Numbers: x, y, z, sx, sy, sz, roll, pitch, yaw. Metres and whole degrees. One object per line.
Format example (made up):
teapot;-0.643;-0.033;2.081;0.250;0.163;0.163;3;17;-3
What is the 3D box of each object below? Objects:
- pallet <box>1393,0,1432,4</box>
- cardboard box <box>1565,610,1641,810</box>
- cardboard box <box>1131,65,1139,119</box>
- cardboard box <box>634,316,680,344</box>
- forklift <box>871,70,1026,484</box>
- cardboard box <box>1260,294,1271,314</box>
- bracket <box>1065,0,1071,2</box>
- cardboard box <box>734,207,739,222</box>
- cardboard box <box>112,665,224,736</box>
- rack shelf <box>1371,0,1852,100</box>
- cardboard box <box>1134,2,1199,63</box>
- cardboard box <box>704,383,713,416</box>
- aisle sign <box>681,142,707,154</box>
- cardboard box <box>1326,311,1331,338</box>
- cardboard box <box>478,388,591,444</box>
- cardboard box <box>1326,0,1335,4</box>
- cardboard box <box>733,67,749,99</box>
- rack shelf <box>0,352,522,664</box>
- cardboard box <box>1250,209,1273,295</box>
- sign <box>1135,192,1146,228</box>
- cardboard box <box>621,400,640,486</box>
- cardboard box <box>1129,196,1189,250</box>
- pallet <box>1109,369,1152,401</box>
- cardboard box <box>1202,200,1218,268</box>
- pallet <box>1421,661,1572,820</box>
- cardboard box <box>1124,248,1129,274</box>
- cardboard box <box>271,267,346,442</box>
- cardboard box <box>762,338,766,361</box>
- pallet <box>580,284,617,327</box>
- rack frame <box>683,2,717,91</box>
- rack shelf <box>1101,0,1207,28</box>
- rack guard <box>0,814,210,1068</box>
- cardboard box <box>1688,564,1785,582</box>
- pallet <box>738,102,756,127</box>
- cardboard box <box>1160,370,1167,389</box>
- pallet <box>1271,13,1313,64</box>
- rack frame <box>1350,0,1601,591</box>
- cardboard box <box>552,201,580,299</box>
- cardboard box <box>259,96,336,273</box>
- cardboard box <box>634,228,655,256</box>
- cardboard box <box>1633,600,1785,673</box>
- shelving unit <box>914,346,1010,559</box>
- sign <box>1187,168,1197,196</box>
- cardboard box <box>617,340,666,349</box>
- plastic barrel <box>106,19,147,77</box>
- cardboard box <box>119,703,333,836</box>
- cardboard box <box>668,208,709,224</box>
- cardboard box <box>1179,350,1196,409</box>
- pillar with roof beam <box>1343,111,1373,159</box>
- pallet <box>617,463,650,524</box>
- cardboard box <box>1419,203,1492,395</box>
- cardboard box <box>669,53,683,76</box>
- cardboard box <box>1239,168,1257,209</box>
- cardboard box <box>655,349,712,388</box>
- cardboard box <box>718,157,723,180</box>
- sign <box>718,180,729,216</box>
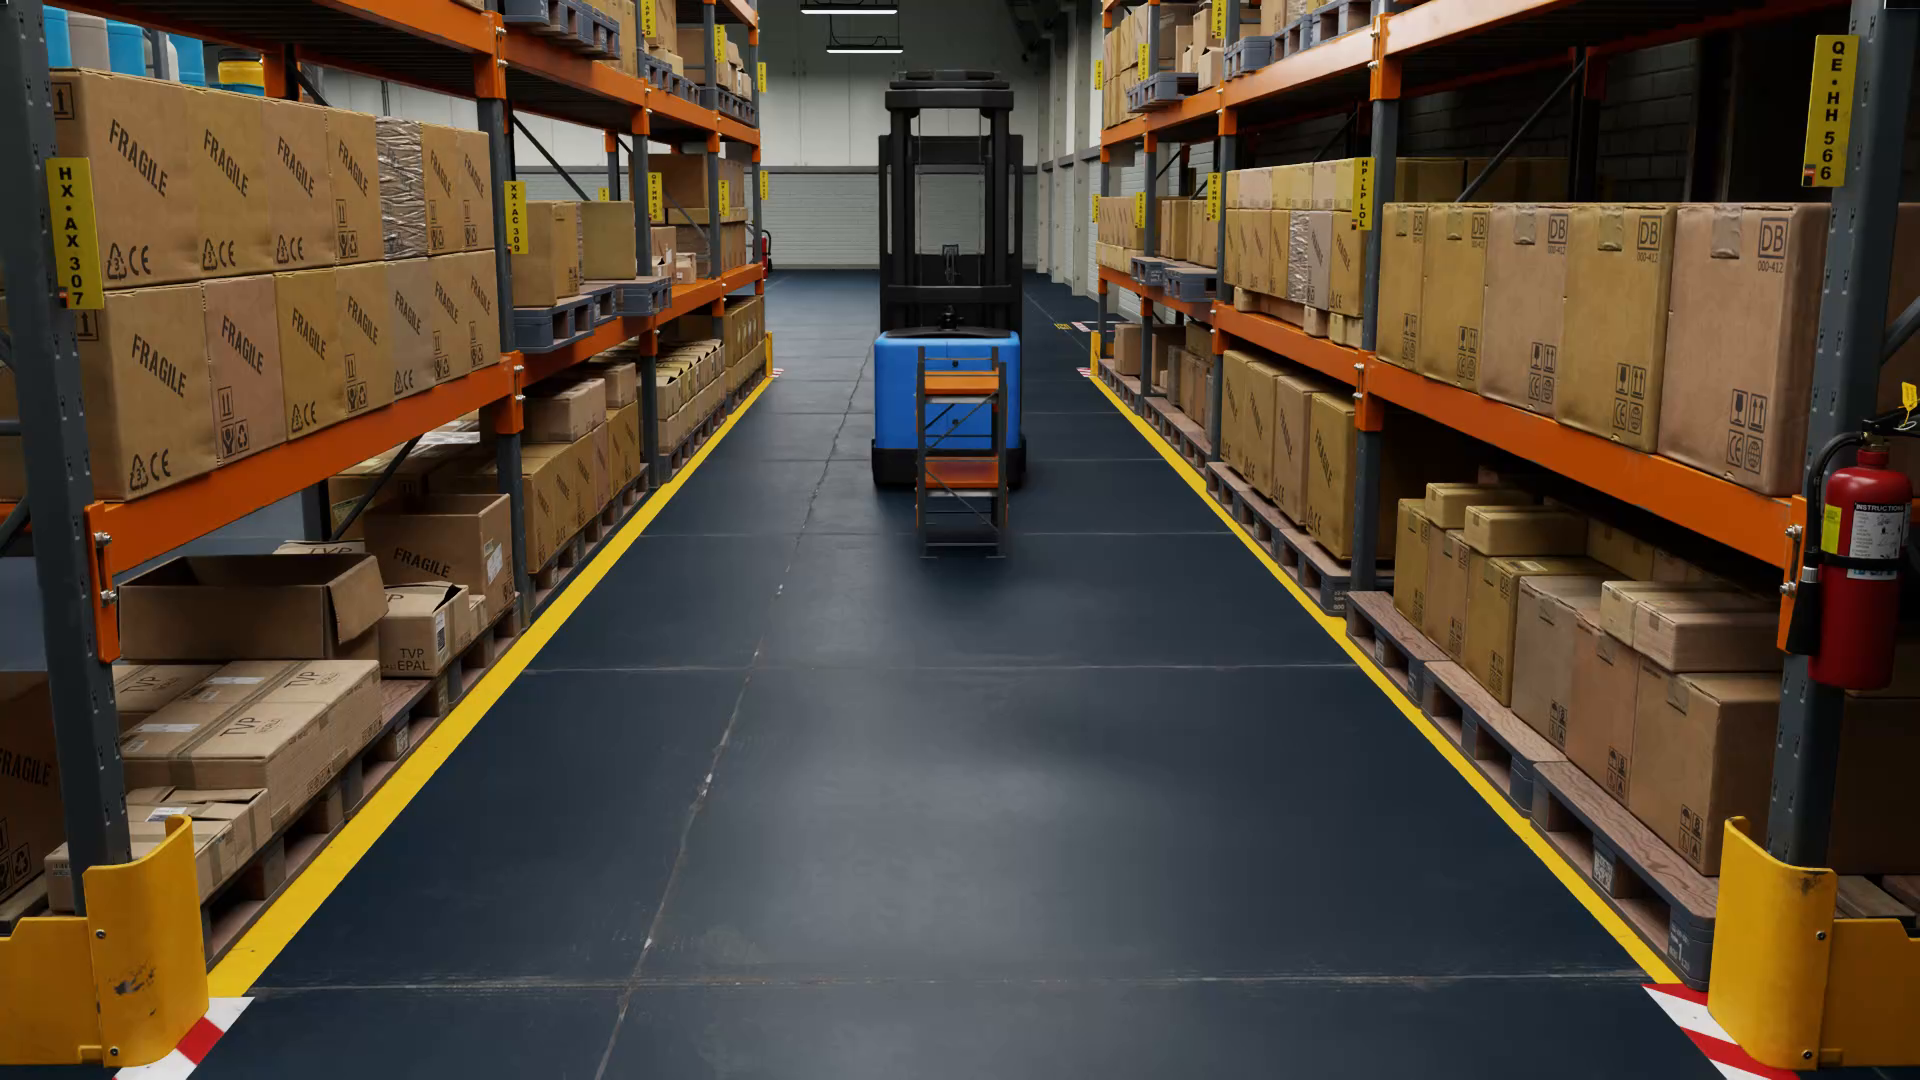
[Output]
pallet;2.395;-2.323;6.642;1.003;0.211;1.213;0;11;-1
cardboard box;2.346;0.517;5.195;0.700;0.500;0.500;0;11;-1
cardboard box;1.968;-4.378;16.248;0.500;0.500;0.500;-1;12;-6
cardboard box;-2.956;-2.044;16.565;0.500;0.500;0.500;0;11;-1
forklift;-0.064;-2.069;12.886;1.130;2.935;3.031;0;11;1
cardboard box;2.127;-1.521;10.596;0.380;0.149;0.250;0;11;-2
bracket;2.302;-11.507;35.092;0.235;0.232;0.430;0;11;-1
cardboard box;-2.593;-3.510;17.932;0.380;0.149;0.250;0;11;1
cardboard box;-2.728;0.593;5.399;0.500;0.250;0.500;0;11;-1
rack shelf;2.430;-1.779;5.547;1.077;0.370;4.000;0;11;-1
cardboard box;1.942;-4.766;15.648;0.500;0.500;0.500;-1;12;-6
cardboard box;-2.411;-1.203;14.303;0.500;0.250;0.500;0;11;0
aisle sign;-3.120;-4.709;19.187;0.394;0.787;0.004;0;11;-1
cardboard box;2.109;-1.113;8.584;0.380;0.149;0.250;0;11;1
cardboard box;-2.351;-0.692;9.219;0.500;0.250;0.500;0;11;-1
cardboard box;2.458;-3.179;9.282;0.700;0.500;0.500;0;11;-1
cardboard box;-2.513;-4.785;17.375;0.500;0.311;0.500;1;12;6
rack shelf;-2.523;-0.288;5.742;1.077;0.370;4.000;0;11;-1
cardboard box;2.071;-1.758;10.131;0.500;0.500;0.500;0;11;-1
sign;1.681;-3.070;15.468;0.100;0.325;0.005;0;11;-1
cardboard box;-2.393;-0.638;10.842;0.500;0.500;0.500;0;11;1
cardboard box;1.904;-3.046;15.968;0.500;0.500;0.500;0;11;-1
pallet;2.146;-1.659;17.705;1.003;0.211;1.213;0;11;-1
cardboard box;2.248;-2.323;12.607;0.700;0.500;0.500;-1;12;-7
pallet;2.354;0.702;6.066;1.003;0.211;1.213;0;11;-1
cardboard box;1.908;-2.777;16.531;0.500;0.250;0.500;0;11;-1
cardboard box;-2.250;-0.583;5.138;0.500;0.500;0.500;0;11;-1
cardboard box;-2.505;-2.176;19.100;0.500;0.250;0.500;0;11;-1
pallet;-2.602;-1.352;9.663;1.003;0.211;1.213;0;11;-1
rack frame;-2.729;-5.568;14.872;1.000;3.000;0.127;0;11;-1
rack shelf;2.182;-5.633;17.007;1.077;0.370;4.000;0;11;-1
rack guard;-2.483;0.967;4.033;1.175;0.500;0.348;0;11;-1
cardboard box;2.543;0.173;5.264;0.380;0.149;0.250;0;11;-1
pallet;-2.823;-4.709;18.405;1.003;0.211;1.213;0;11;-1
cardboard box;2.182;-1.582;16.334;0.380;0.166;0.250;-2;12;-9
pallet;2.398;-2.881;9.648;1.003;0.211;1.213;0;11;1
rack frame;2.389;-1.059;7.734;1.000;3.000;0.127;0;11;-1
cardboard box;-2.428;-1.524;8.719;0.700;0.500;0.500;2;12;8
cardboard box;-2.251;-1.074;5.043;0.500;0.500;0.500;0;11;0
cardboard box;-2.698;-2.215;13.183;0.500;0.500;0.500;-1;11;-4
cardboard box;2.172;0.274;4.763;0.380;0.149;0.250;0;11;-2
shelving unit;0.000;-0.550;9.941;0.538;1.125;1.048;0;11;-1
sign;2.696;-4.165;19.337;0.100;0.325;0.005;0;11;-1
cardboard box;-2.970;-1.678;15.234;0.500;0.311;0.500;0;11;-1
plastic barrel;-7.454;-4.224;14.530;0.600;0.901;0.708;0;11;-1
cardboard box;-2.219;0.681;4.968;0.500;0.250;0.500;0;11;-1
cardboard box;-2.541;-3.049;15.661;0.380;0.149;0.250;0;11;-1
cardboard box;2.316;-1.391;14.551;0.700;0.500;0.500;0;11;-2
pillar with roof beam;-1.160;-5.038;12.261;9.100;9.000;0.400;0;11;-1
pallet;-2.669;-0.318;11.094;1.003;0.211;1.213;0;11;-1
cardboard box;2.393;-0.953;6.457;0.980;0.700;0.700;-1;11;-3
cardboard box;-2.726;-4.108;14.539;0.500;0.250;0.500;1;12;5
cardboard box;2.069;-2.228;10.560;0.500;0.250;0.500;0;11;-2
cardboard box;-2.409;-1.479;14.254;0.500;0.311;0.500;0;11;-1
cardboard box;-2.766;-3.601;16.750;0.700;0.500;0.500;0;11;-1
sign;-2.187;-3.161;15.382;0.100;0.325;0.005;0;11;-1
